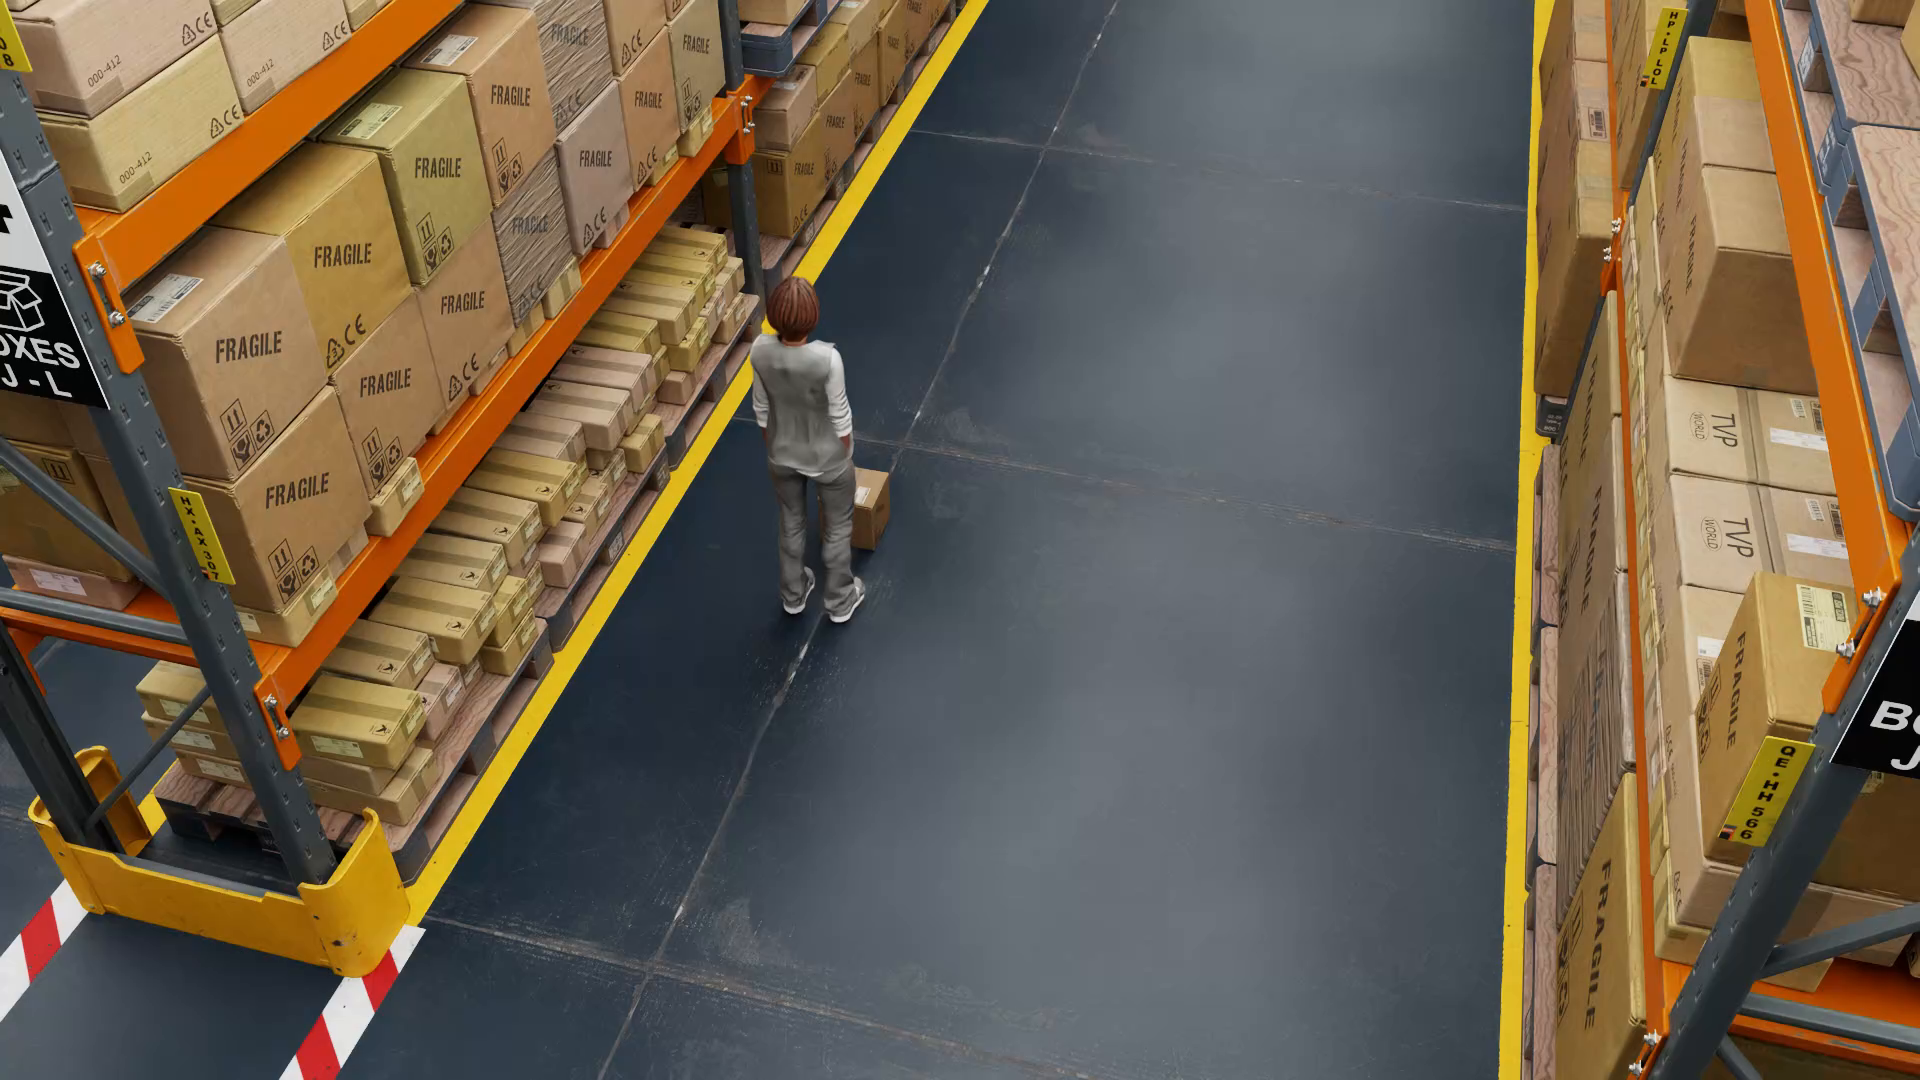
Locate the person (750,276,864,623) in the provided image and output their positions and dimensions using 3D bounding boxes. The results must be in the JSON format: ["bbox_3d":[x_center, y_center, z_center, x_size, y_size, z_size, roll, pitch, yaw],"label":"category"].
[{"bbox_3d":[-0.609,-0.341,6.556,0.406,1.593,0.306,11,43,12],"label":"person"}]
